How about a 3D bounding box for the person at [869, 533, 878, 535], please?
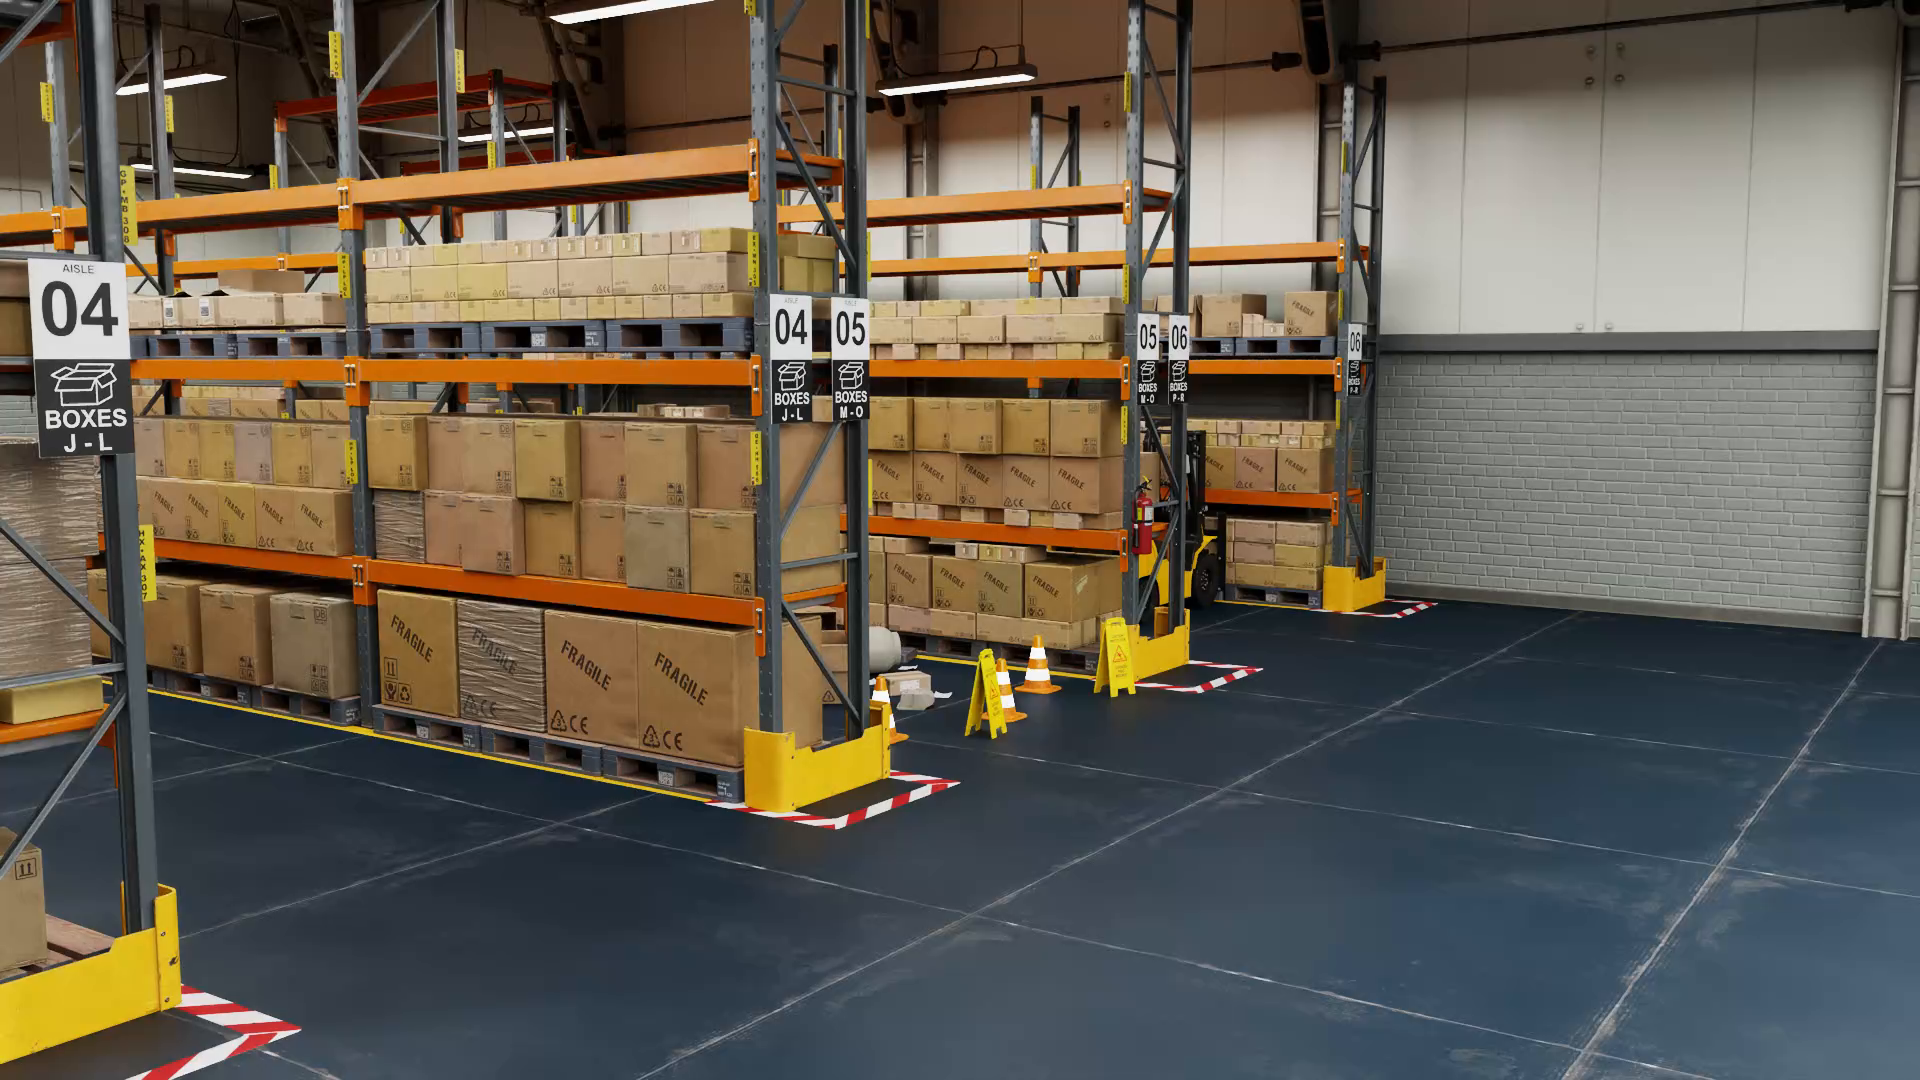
[{"bbox_3d":[-0.942,-0.079,18.500,0.431,1.773,0.651,3,7,29],"label":"person"}]
